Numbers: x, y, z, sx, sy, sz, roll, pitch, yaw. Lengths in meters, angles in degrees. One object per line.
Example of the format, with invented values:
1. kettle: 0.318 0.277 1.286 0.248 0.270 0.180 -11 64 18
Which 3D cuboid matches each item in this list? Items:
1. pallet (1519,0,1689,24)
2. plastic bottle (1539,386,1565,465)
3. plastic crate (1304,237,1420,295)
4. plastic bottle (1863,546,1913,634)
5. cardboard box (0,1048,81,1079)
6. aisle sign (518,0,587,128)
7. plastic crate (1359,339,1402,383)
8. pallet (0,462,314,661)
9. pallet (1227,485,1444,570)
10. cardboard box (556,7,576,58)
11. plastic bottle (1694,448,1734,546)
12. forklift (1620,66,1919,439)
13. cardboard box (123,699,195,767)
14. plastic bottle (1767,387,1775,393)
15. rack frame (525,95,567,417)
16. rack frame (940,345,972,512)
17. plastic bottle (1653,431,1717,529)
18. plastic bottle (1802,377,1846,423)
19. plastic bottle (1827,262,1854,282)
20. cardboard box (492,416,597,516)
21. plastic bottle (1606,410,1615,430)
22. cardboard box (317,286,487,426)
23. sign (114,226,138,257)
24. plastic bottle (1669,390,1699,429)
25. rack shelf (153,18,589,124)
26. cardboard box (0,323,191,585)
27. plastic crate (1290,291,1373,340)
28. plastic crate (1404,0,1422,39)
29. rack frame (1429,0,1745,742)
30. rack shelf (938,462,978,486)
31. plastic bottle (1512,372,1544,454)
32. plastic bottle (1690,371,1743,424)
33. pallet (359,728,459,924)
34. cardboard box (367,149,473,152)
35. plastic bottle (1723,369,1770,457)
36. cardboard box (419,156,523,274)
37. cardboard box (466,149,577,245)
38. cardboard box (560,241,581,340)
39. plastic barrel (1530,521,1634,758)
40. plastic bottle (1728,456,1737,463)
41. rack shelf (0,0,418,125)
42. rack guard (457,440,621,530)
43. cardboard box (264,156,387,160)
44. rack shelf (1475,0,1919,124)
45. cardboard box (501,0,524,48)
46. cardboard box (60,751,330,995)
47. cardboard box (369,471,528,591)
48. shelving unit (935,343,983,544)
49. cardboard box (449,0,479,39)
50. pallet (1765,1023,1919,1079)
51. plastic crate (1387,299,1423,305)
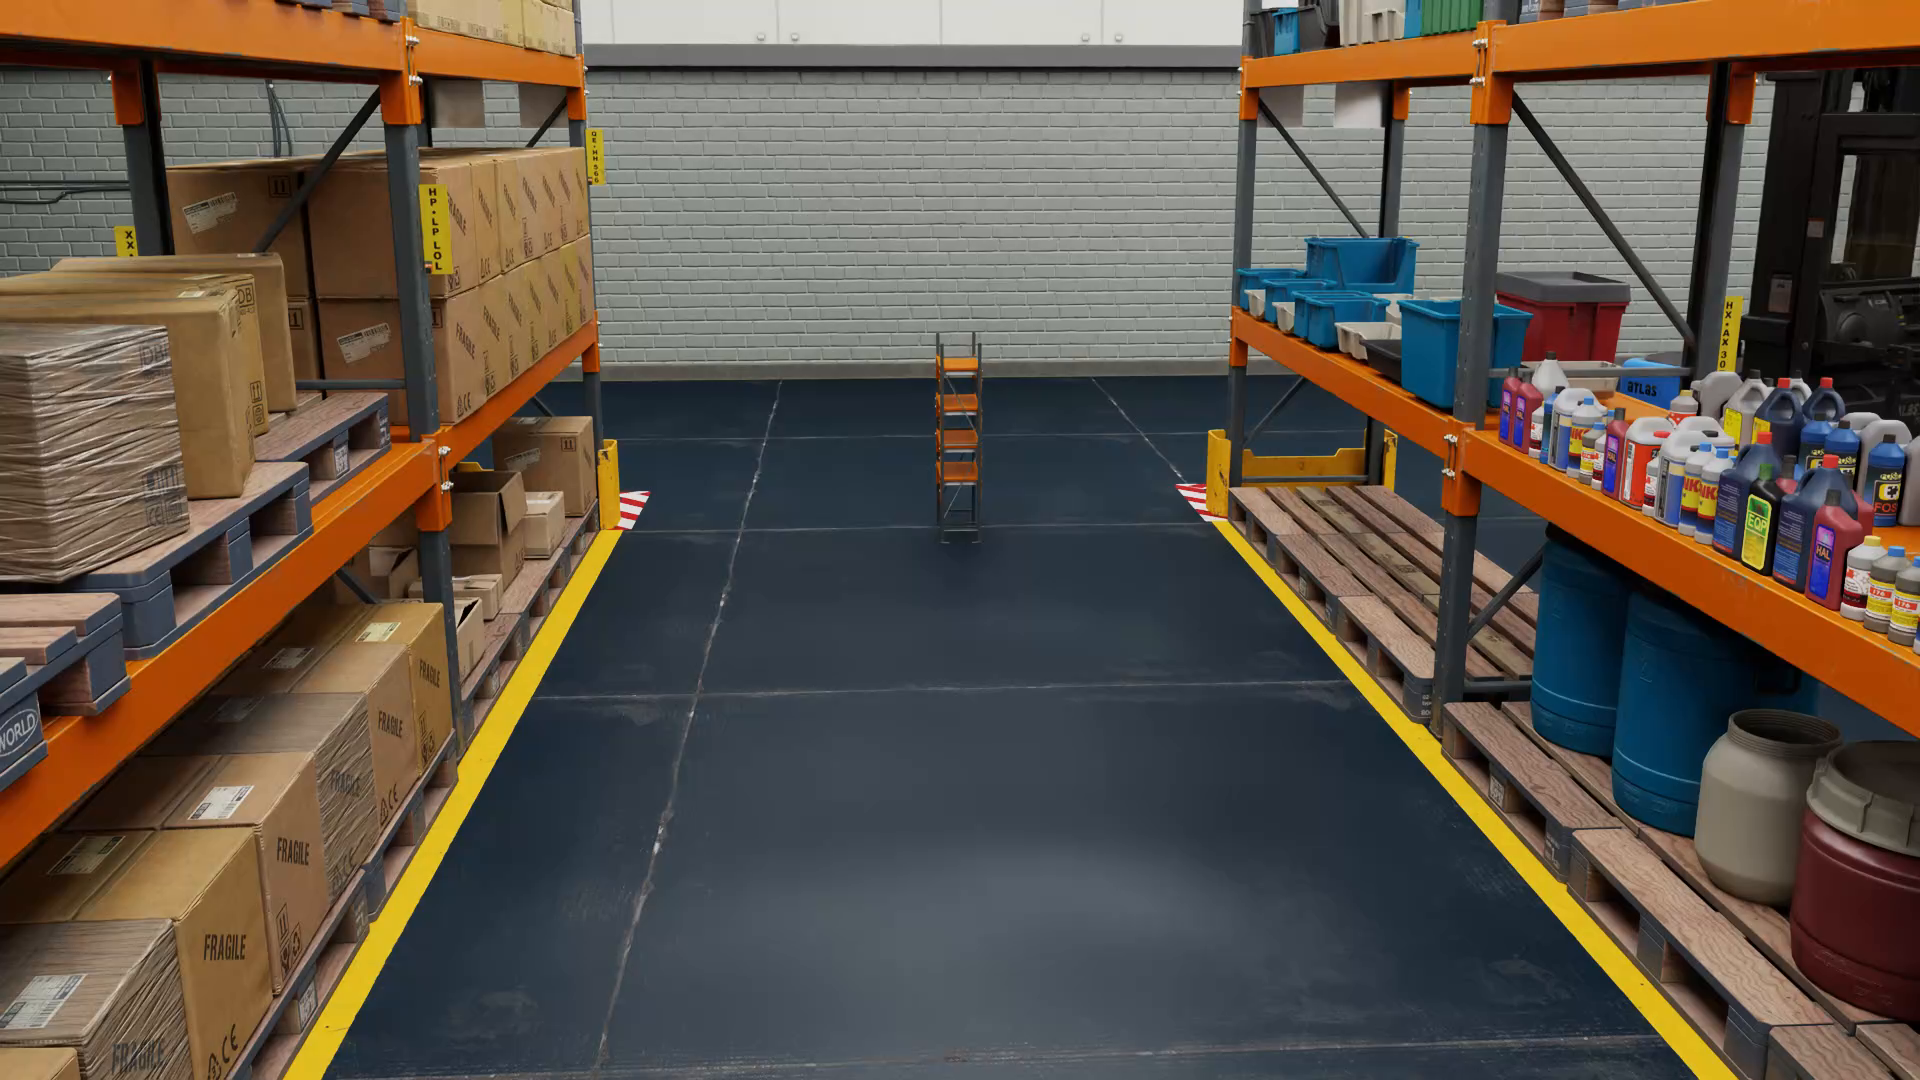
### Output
1. pallet: 0.245 0.091 3.629 6.198 3.011 5.144 -1 14 -3
2. plastic bottle: 2.095 -0.404 5.836 0.097 0.271 0.097 0 14 0
3. plastic crate: 2.418 -1.611 10.075 0.616 0.435 0.499 -1 14 -3
4. plastic bottle: 2.216 0.115 3.957 0.097 0.201 0.097 0 14 0
5. cardboard box: -1.981 1.300 3.087 0.500 0.500 0.500 0 14 -1
6. aisle sign: -2.432 -2.850 9.866 0.394 0.787 0.004 -1 14 -3
7. plastic crate: 2.121 -0.820 7.626 0.437 0.125 0.590 -1 14 -3
8. pallet: -2.363 0.030 4.276 1.003 0.211 1.213 -1 14 -3
9. pallet: 2.223 -0.089 9.947 1.003 0.211 1.213 -1 14 -3
10. cardboard box: -2.438 -2.826 9.270 0.500 0.250 0.500 -1 14 -3
11. plastic bottle: 2.165 -0.125 4.752 0.097 0.271 0.097 0 14 0
12. forklift: 5.052 -1.191 8.775 1.130 2.935 3.031 -7 16 -25
13. cardboard box: -2.631 0.804 5.015 0.500 0.500 0.500 -1 14 -3
14. plastic bottle: 2.828 -0.406 5.834 0.152 0.276 0.135 -1 14 -3
15. rack frame: -2.737 -1.569 10.106 0.949 2.616 0.053 -1 14 -3
16. rack frame: -0.025 -0.683 10.273 0.228 1.046 0.006 -1 14 -3
17. plastic bottle: 2.179 -0.181 4.959 0.152 0.276 0.135 -1 14 -3
18. plastic bottle: 2.854 -0.357 5.492 0.144 0.351 0.185 -1 14 -3
19. plastic bottle: 4.841 -0.851 9.303 0.181 1.395 0.141 -1 14 -3
20. cardboard box: -2.454 -0.440 9.852 0.500 0.500 0.500 -1 14 -3
21. plastic bottle: 2.253 -0.348 5.759 0.097 0.201 0.097 0 14 0
22. cardboard box: -2.245 -0.754 6.736 0.500 0.500 0.500 -1 14 -2
23. sign: -3.027 -0.983 6.092 0.100 0.325 0.005 -1 14 -3
24. plastic bottle: 2.682 -0.454 6.171 0.097 0.201 0.097 0 14 0
25. rack shelf: -2.609 -2.176 7.888 1.077 0.370 4.000 -1 14 -3
26. cardboard box: -2.255 -0.217 3.806 0.700 0.500 0.500 2 15 7
27. plastic crate: 1.979 -1.199 8.882 0.416 0.233 0.300 -1 14 -3
28. plastic crate: 2.084 -2.243 7.041 0.416 0.233 0.300 -1 14 -3
29. rack frame: 2.459 -0.650 6.533 1.000 3.000 0.127 -1 14 -3
30. rack shelf: -0.010 -0.403 10.093 0.221 0.050 0.457 -1 14 -3
31. plastic bottle: 2.064 -0.463 6.039 0.061 0.283 0.133 -1 14 -3
32. plastic bottle: 2.806 -0.497 6.187 0.152 0.276 0.135 -1 14 -3
33. pallet: -2.397 0.978 5.803 1.003 0.211 1.213 -1 14 -3
34. cardboard box: -2.929 -1.858 9.019 0.500 0.500 0.500 -1 14 -3
35. plastic bottle: 2.698 -0.400 5.662 0.144 0.351 0.185 -1 14 -3
36. cardboard box: -2.298 -1.485 7.570 0.500 0.500 0.500 -1 14 -5
37. cardboard box: -2.399 -1.870 9.067 0.500 0.500 0.500 0 14 -2
38. cardboard box: -2.398 -1.382 9.175 0.500 0.500 0.500 -1 14 -3
39. plastic barrel: 2.475 0.298 6.215 0.600 0.901 0.708 -1 14 -3
40. plastic bottle: 2.302 -0.151 4.994 0.097 0.201 0.097 0 14 0
41. rack shelf: -2.362 -1.181 4.022 1.077 0.370 4.000 -1 14 -3
42. rack guard: -2.729 -0.340 10.344 1.175 0.500 0.348 -1 14 -3
43. cardboard box: -2.841 -1.482 7.558 0.500 0.500 0.500 -1 14 -3
44. rack shelf: 2.582 -1.257 4.316 1.077 0.370 4.000 -1 14 -3
45. cardboard box: -2.359 -2.452 7.819 0.500 0.250 0.500 -1 14 -3
46. cardboard box: -2.082 0.916 4.582 0.500 0.500 0.500 -1 14 -5
47. cardboard box: -2.607 -0.046 8.311 0.797 0.503 0.637 -1 14 -3
48. shelving unit: -0.010 -0.622 10.035 0.258 1.200 0.499 -1 14 -3
49. cardboard box: -2.296 -2.204 6.853 0.500 0.250 0.500 -1 14 -3
50. pallet: 2.616 1.500 3.774 1.003 0.211 1.213 -1 14 -3
51. plastic crate: 2.446 -1.274 9.366 0.396 0.136 0.243 -1 14 -3
